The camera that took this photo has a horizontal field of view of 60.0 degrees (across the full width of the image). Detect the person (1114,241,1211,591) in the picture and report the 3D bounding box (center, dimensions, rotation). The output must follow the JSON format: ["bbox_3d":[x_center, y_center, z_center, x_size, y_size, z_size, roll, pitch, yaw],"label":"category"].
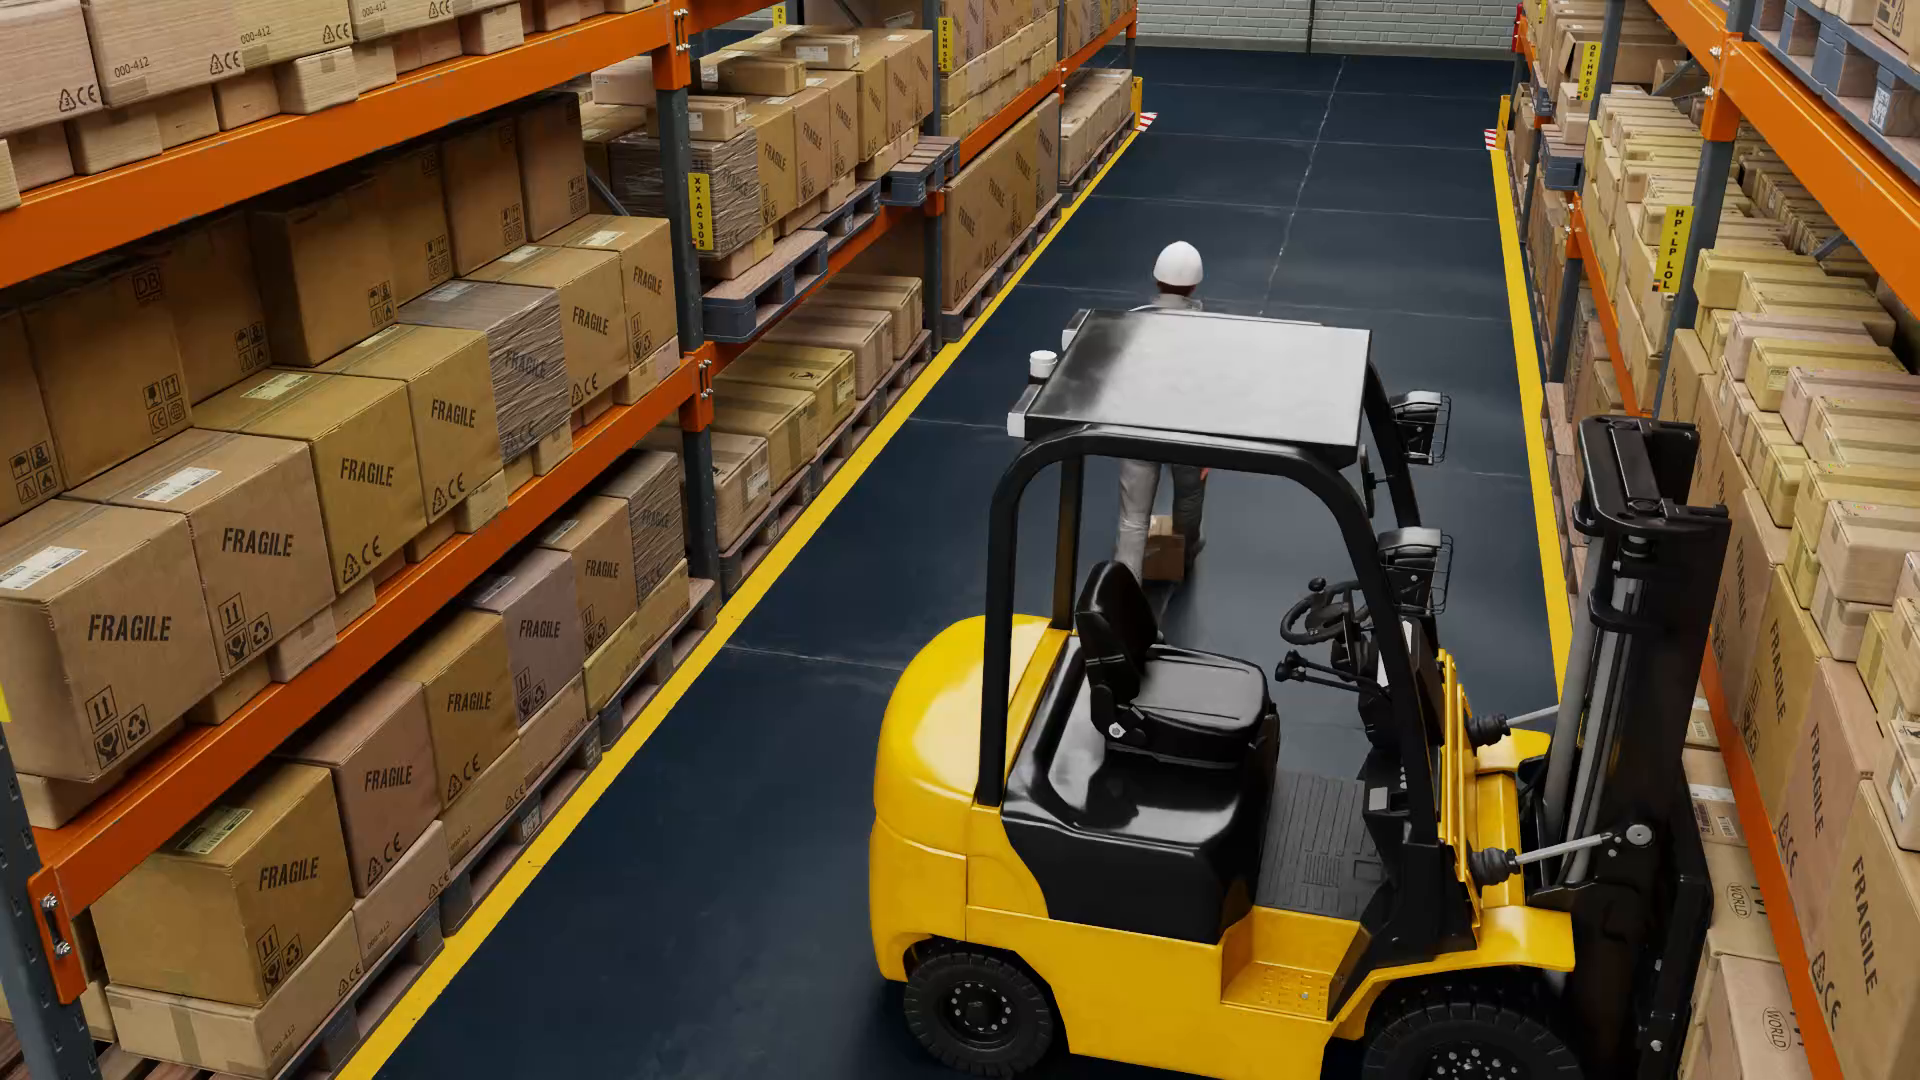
[{"bbox_3d":[0.934,-0.518,7.741,0.542,1.717,1.116,6,26,12],"label":"person"}]
